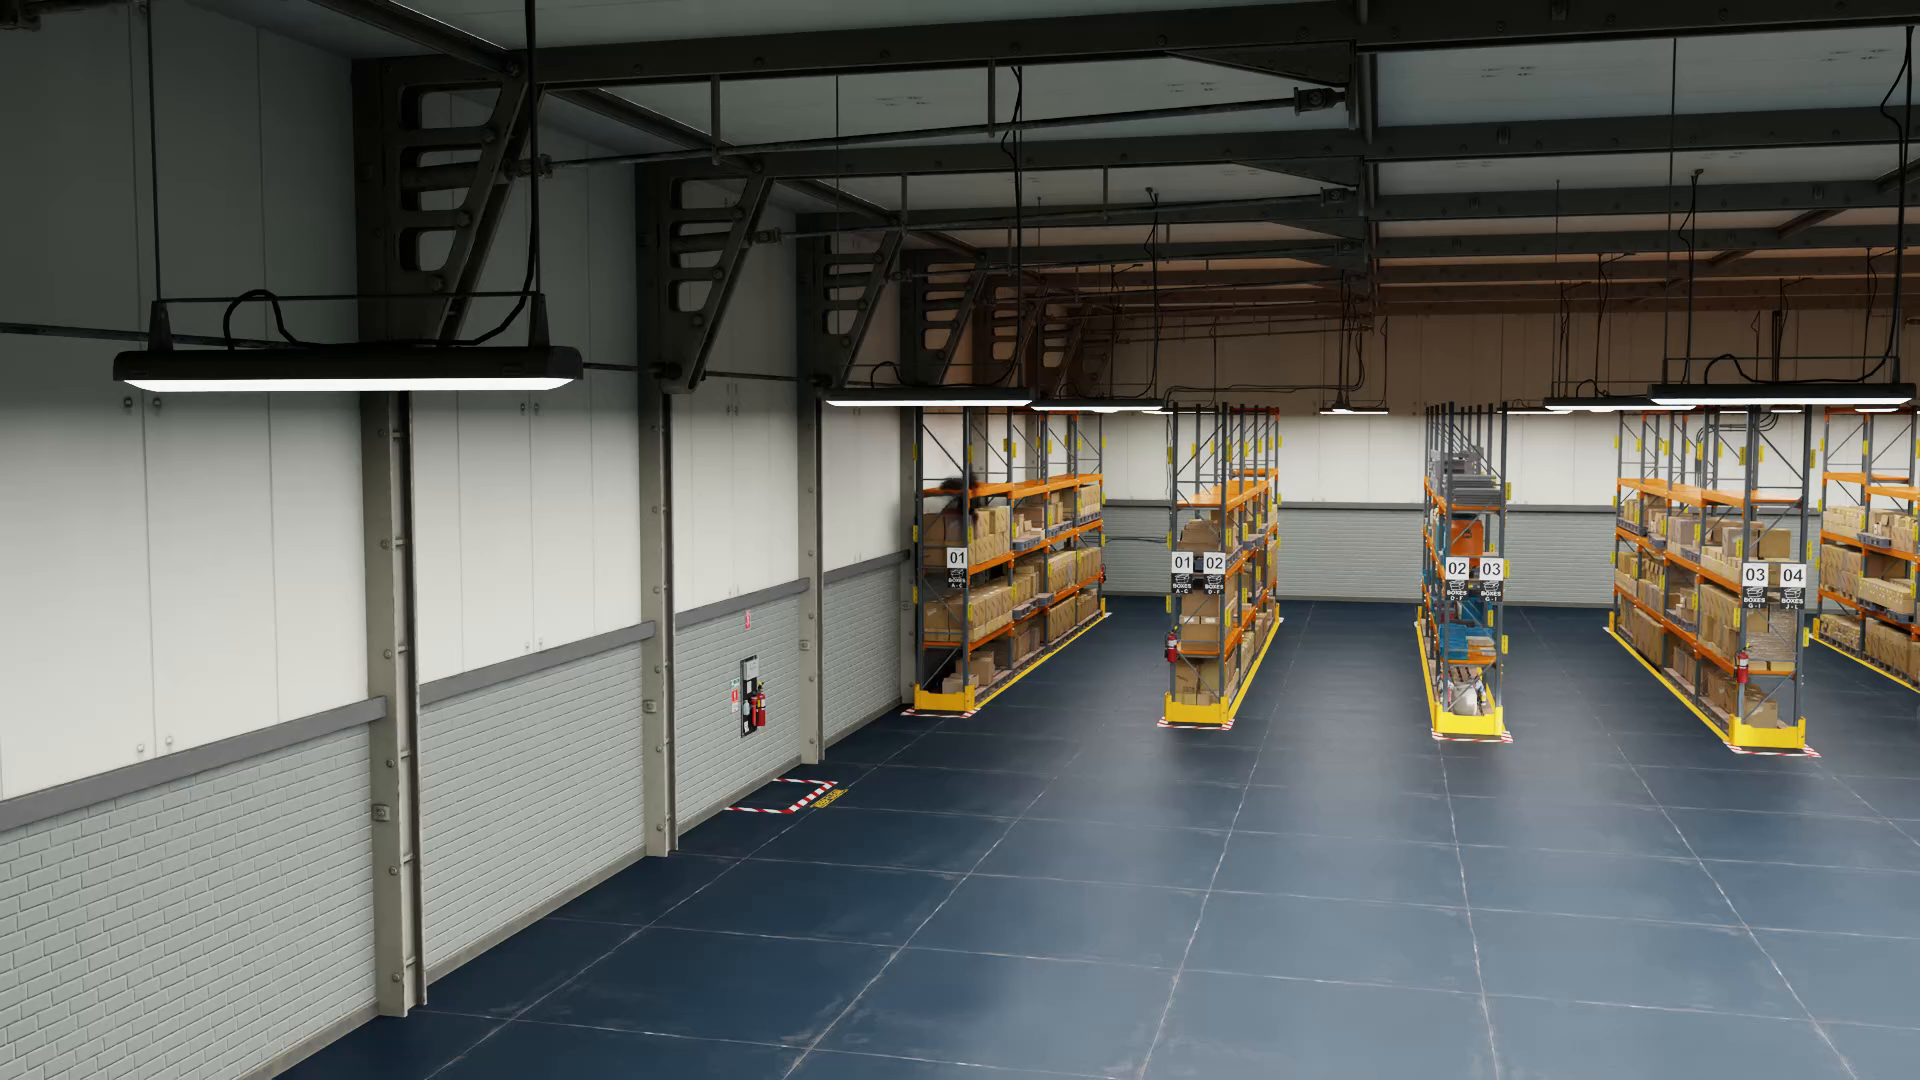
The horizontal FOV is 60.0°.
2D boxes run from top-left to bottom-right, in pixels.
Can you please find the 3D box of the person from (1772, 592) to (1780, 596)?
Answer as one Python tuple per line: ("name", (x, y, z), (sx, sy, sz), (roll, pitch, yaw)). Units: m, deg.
("person", (20.967, 1.723, 43.216), (0.599, 1.649, 0.640), (1, 4, 19))
